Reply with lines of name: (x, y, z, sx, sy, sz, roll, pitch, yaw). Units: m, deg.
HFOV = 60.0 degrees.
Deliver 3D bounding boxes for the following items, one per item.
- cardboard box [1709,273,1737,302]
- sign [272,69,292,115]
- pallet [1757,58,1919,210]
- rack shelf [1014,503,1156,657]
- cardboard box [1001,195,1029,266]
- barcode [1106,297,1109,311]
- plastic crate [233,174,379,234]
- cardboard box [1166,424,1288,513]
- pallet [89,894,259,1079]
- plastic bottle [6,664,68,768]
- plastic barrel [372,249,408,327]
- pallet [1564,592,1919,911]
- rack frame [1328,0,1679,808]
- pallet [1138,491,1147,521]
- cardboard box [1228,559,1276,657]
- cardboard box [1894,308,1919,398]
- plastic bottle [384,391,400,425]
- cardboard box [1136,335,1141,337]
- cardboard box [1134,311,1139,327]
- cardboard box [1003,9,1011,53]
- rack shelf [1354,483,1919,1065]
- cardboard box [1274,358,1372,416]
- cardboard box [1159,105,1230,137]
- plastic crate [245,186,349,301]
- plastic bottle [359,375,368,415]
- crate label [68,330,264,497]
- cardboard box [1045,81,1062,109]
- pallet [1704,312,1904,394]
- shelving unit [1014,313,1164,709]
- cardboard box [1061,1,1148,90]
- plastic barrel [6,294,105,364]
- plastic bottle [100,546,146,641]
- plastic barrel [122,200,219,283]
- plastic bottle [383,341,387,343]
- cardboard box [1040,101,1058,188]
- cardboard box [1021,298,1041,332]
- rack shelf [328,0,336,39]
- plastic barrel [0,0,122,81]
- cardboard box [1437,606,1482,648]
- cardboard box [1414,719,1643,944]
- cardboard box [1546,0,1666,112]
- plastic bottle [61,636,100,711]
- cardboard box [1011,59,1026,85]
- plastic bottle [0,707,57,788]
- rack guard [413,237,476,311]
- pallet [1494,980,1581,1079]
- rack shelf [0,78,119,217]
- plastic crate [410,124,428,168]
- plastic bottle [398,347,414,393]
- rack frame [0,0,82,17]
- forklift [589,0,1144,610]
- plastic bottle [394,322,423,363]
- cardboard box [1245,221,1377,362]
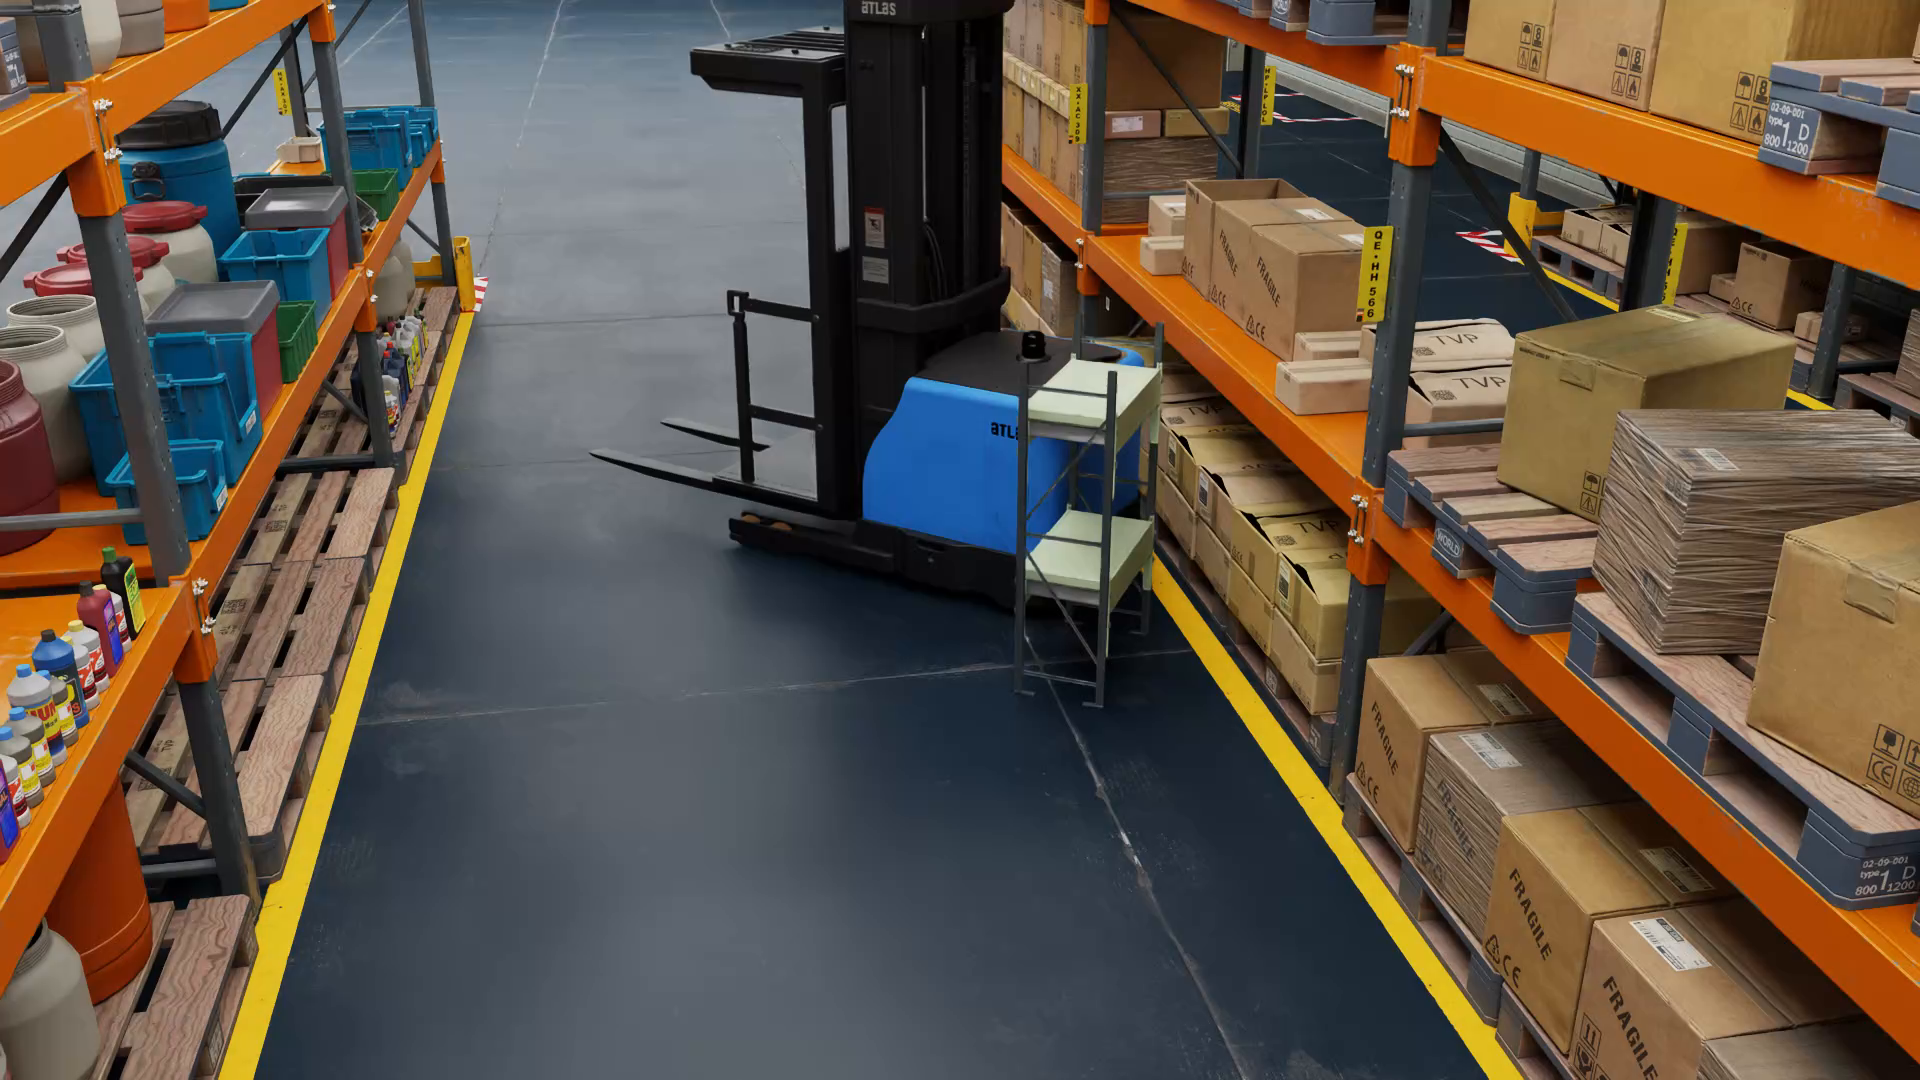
cardboard box: (5.793, -1.873, 12.302, 0.380, 0.149, 0.250, -6, 24, -14)
sign: (-4.949, -3.275, 12.155, 0.100, 0.325, 0.005, -4, 24, -10)
pallet: (2.434, -0.790, 3.298, 1.213, 0.211, 1.003, -4, 24, -10)
rack shelf: (0.557, 0.164, 7.316, 0.431, 0.370, 0.720, 9, 25, 19)
cardboard box: (0.541, -2.209, 12.033, 0.500, 0.500, 0.500, -4, 24, -10)
barcode: (0.839, -1.344, 9.453, 0.001, 0.075, 0.075, -4, 24, -10)
plastic crate: (-3.639, -1.801, 9.203, 0.767, 0.338, 0.504, -4, 24, -10)
cardboard box: (1.318, -0.383, 8.088, 0.500, 0.311, 0.500, -4, 24, -8)
pallet: (-2.741, 1.545, 4.950, 1.003, 0.211, 1.213, -4, 24, -10)
plastic bottle: (-2.316, 0.437, 4.163, 0.097, 0.271, 0.097, 0, 24, 0)
plastic barrel: (-4.118, -1.789, 11.682, 0.421, 0.512, 0.421, 0, 24, 0)
pallet: (2.305, 0.447, 4.218, 1.003, 0.211, 1.213, -4, 24, -10)
rack frame: (1.941, -0.405, 5.931, 1.000, 3.000, 0.127, -4, 24, -10)
pallet: (1.376, -0.414, 9.434, 1.003, 0.211, 1.213, -4, 24, -10)
cardboard box: (1.505, 0.271, 7.293, 0.500, 0.250, 0.500, -5, 24, -10)
cardboard box: (6.221, -1.115, 10.128, 0.700, 0.500, 0.500, -3, 24, -8)
plastic bottle: (-3.333, -0.771, 9.714, 0.097, 0.201, 0.097, 0, 24, 0)
cardboard box: (1.413, -1.116, 10.468, 0.500, 0.250, 0.500, -4, 24, -10)
cardboard box: (1.323, -1.657, 10.769, 0.500, 0.500, 0.500, -4, 24, -10)
cardboard box: (0.648, -3.781, 11.913, 0.700, 0.500, 0.500, -5, 24, -11)
rack shelf: (2.311, 0.711, 4.273, 1.077, 0.370, 4.000, -4, 24, -10)
cardboard box: (1.503, -0.624, 6.744, 0.380, 0.149, 0.250, -4, 24, -10)
cardboard box: (1.342, -2.442, 9.658, 0.380, 0.149, 0.250, -4, 24, -10)
plastic crate: (-3.277, -1.475, 8.300, 0.402, 0.464, 0.583, -4, 24, -10)
plastic bottle: (-3.487, -0.845, 9.782, 0.061, 0.283, 0.133, -4, 24, -10)
crate label: (-2.846, -0.467, 6.028, 0.502, 0.435, 0.616, -4, 24, -10)
cardboard box: (0.754, -2.813, 10.509, 0.380, 0.149, 0.250, -4, 24, -10)
pallet: (5.910, -1.331, 11.533, 1.003, 0.211, 1.213, -4, 24, -10)
shelving unit: (0.557, -0.135, 7.185, 0.431, 1.500, 0.755, 9, 25, 19)
cardboard box: (1.018, -2.992, 10.107, 0.700, 0.500, 0.500, -4, 24, -10)
plastic barrel: (-3.406, -0.646, 6.342, 0.421, 0.512, 0.421, 0, 24, 0)
plastic bottle: (-2.434, 0.141, 4.826, 0.061, 0.283, 0.133, -4, 24, -10)
plastic barrel: (-3.706, -1.283, 7.771, 0.433, 0.535, 0.433, 0, 24, 0)
plastic bottle: (-3.667, -1.170, 10.627, 0.097, 0.201, 0.097, 0, 24, 0)
cardboard box: (0.920, -2.603, 10.838, 0.700, 0.500, 0.500, -4, 24, -9)
cardboard box: (0.711, -1.470, 11.280, 0.500, 0.250, 0.500, -4, 24, -10)
rack shelf: (-4.037, -3.445, 10.042, 1.077, 0.370, 4.000, -4, 24, -10)
plastic barrel: (-2.684, -1.611, 4.804, 0.421, 0.512, 0.421, 0, 24, 0)
cardboard box: (2.133, 0.177, 6.806, 0.500, 0.311, 0.500, -4, 24, -8)
cardboard box: (1.846, 0.944, 5.414, 0.500, 0.500, 0.500, -5, 24, -12)
cardboard box: (2.149, -1.456, 4.464, 0.910, 0.500, 0.500, -4, 24, -10)
plastic bottle: (-2.370, 0.354, 4.440, 0.097, 0.201, 0.097, 0, 24, 0)
cardboard box: (0.563, -3.219, 11.436, 0.380, 0.149, 0.250, -5, 24, -10)
plastic bottle: (-2.298, 0.507, 4.089, 0.097, 0.201, 0.097, 0, 24, 0)
rack guard: (-4.347, -2.015, 12.739, 1.175, 0.500, 0.348, -4, 24, -10)
pallet: (2.264, 1.648, 4.714, 1.003, 0.211, 1.213, -4, 24, -10)
rack shelf: (-2.558, -0.299, 2.837, 1.077, 0.370, 4.000, -4, 24, -10)
plastic crate: (-3.906, -2.688, 11.343, 0.499, 0.251, 0.408, -4, 24, -10)
plastic bottle: (-3.433, -1.061, 10.276, 0.061, 0.283, 0.133, -3, 24, -7)
rack frame: (-2.928, -2.790, 3.894, 1.000, 3.000, 0.127, -4, 24, -10)
forklift: (-0.608, -1.433, 8.368, 3.031, 2.935, 1.130, 13, 27, 28)
plastic bottle: (-3.591, -1.295, 10.820, 0.152, 0.276, 0.135, -5, 24, -11)
cardboard box: (1.614, -1.110, 7.419, 0.500, 0.500, 0.500, -6, 24, -13)
